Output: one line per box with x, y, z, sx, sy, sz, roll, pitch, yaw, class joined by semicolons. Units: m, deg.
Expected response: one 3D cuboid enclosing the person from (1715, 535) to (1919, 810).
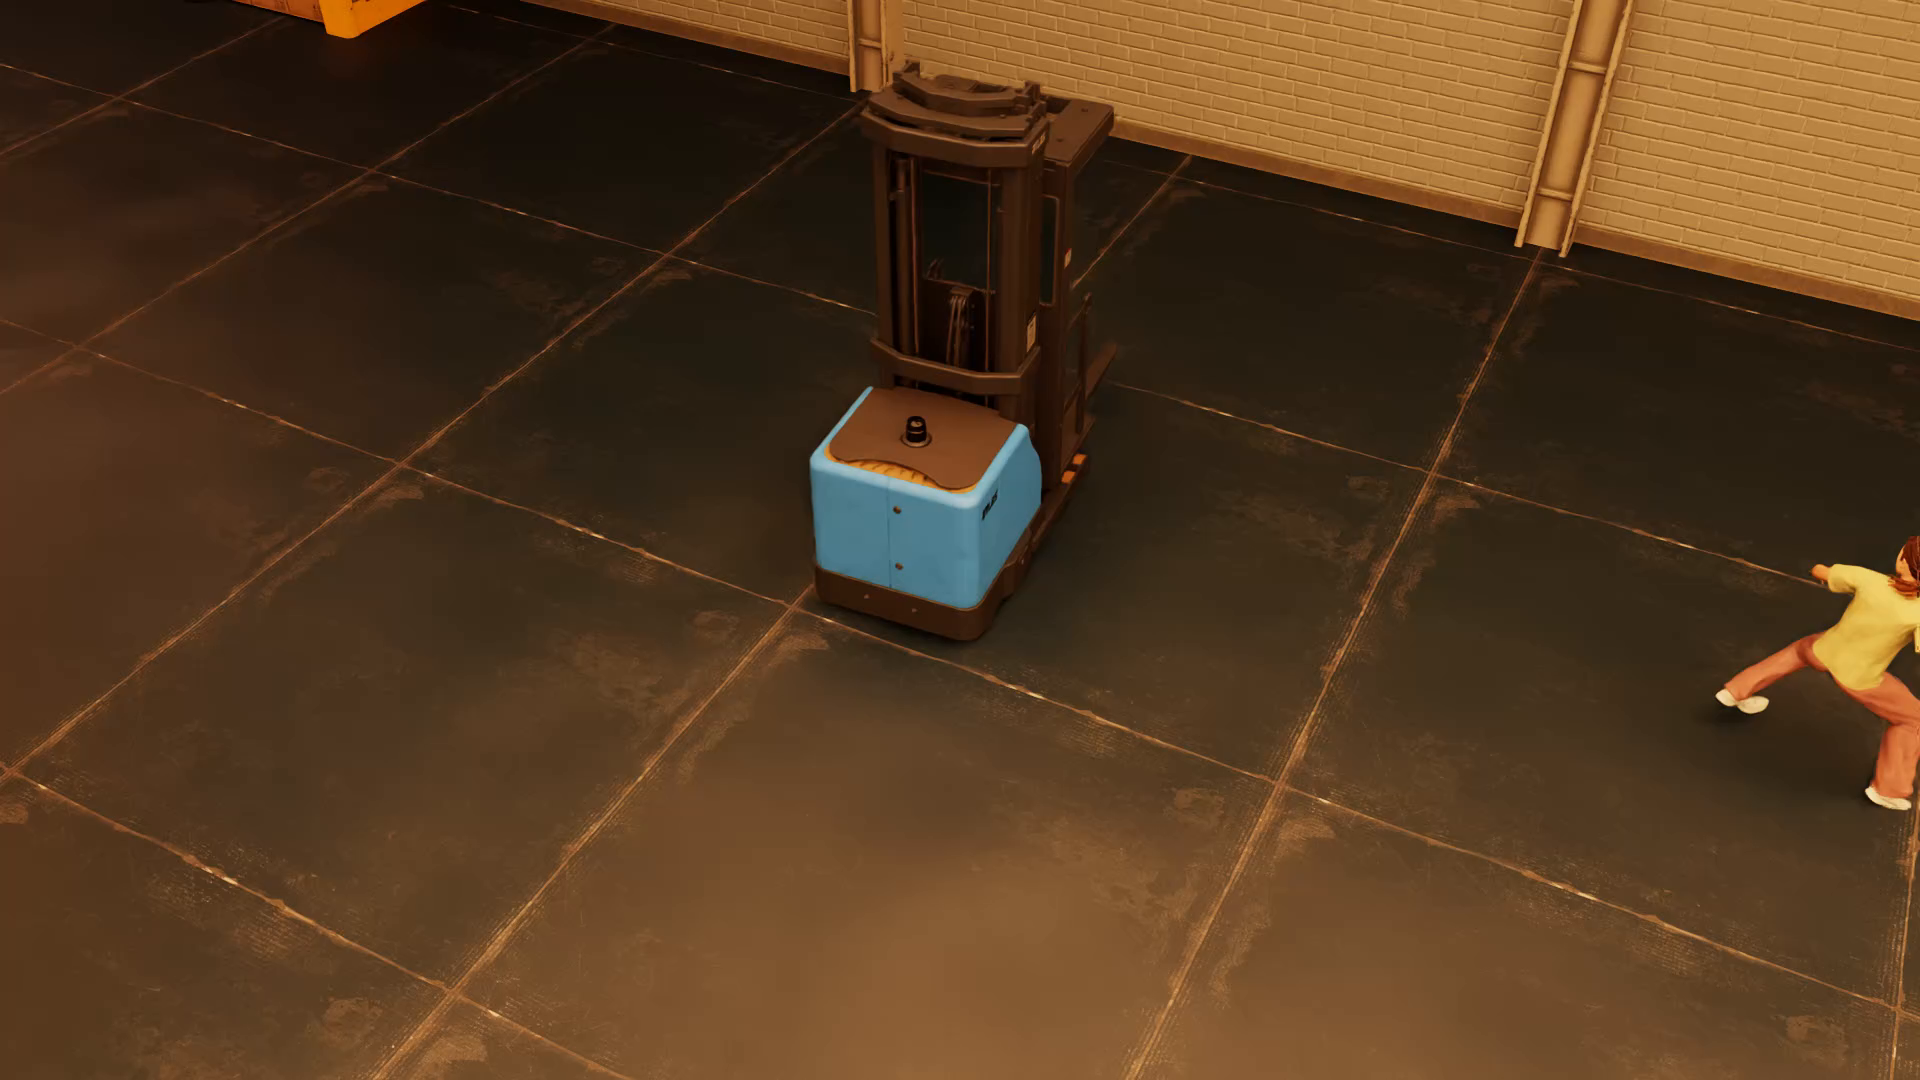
4.556;0.645;8.371;0.541;1.581;1.096;-18;43;-20;person

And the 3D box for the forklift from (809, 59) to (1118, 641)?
0.194;-1.498;9.765;1.130;2.935;3.031;15;42;17;forklift
